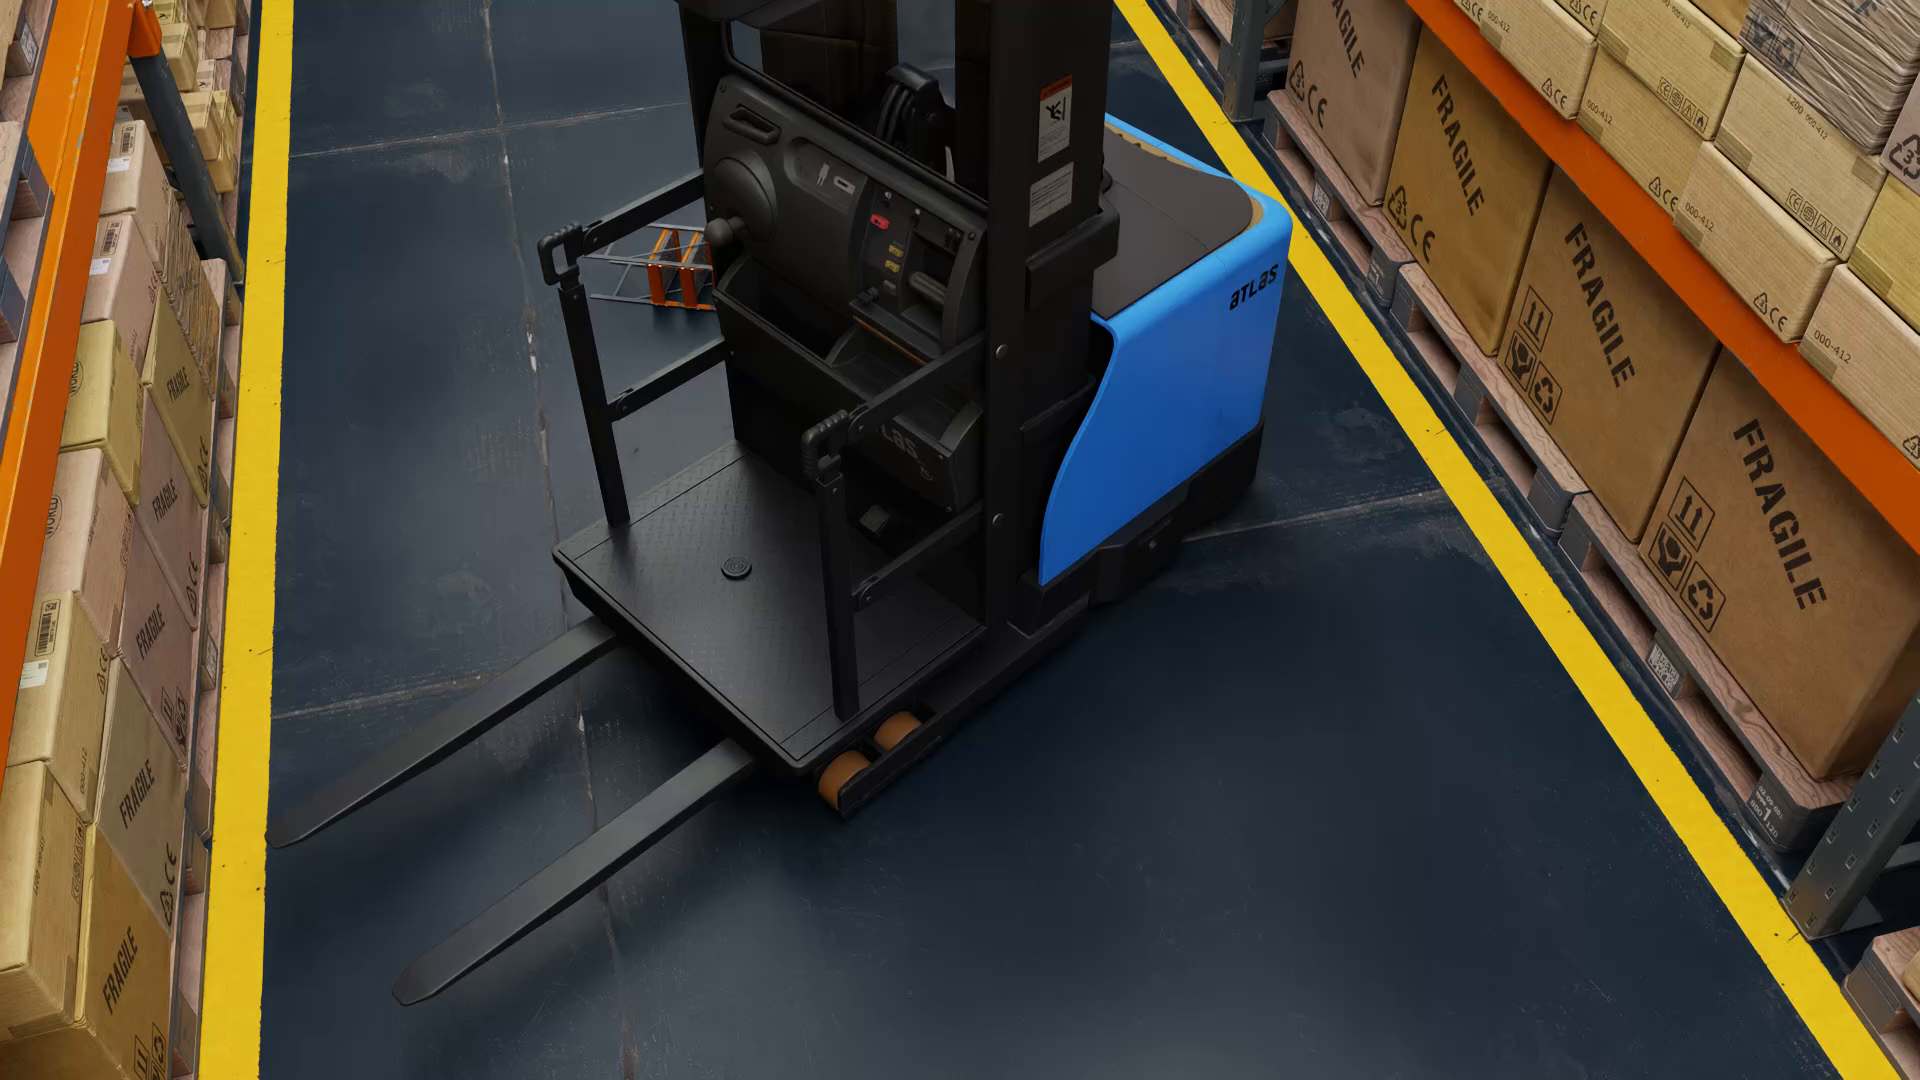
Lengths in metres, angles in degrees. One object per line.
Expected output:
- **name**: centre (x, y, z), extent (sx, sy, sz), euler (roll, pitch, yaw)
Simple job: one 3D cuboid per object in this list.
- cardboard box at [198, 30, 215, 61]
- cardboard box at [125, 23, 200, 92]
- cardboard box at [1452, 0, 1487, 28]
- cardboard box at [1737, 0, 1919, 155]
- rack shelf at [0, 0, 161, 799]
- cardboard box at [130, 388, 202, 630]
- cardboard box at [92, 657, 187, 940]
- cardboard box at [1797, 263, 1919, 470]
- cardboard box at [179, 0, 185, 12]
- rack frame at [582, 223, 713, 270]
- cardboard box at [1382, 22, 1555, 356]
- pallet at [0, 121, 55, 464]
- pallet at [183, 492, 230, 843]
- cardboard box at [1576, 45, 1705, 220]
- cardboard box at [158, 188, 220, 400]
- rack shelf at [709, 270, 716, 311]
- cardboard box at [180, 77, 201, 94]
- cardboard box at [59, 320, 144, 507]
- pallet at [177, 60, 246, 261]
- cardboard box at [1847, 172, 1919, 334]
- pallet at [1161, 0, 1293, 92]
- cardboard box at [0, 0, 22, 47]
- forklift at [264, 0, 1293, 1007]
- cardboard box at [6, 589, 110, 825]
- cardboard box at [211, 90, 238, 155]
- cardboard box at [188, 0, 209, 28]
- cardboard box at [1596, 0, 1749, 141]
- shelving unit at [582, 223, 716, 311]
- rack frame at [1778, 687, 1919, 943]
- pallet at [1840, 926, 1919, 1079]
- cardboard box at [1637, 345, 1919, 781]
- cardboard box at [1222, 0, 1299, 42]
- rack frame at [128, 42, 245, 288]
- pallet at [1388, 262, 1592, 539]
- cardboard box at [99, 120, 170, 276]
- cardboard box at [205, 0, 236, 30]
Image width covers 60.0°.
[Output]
- **cardboard box**: centre (-3.234, -1.914, 6.728), extent (0.380, 0.149, 0.250), euler (-12, 47, -11)
- **cardboard box**: centre (-3.057, -1.777, 6.177), extent (0.380, 0.149, 0.250), euler (-9, 46, -8)
- **cardboard box**: centre (1.710, -1.799, 5.018), extent (0.500, 0.250, 0.500), euler (-11, 47, -11)
- **cardboard box**: centre (2.103, -1.203, 3.558), extent (0.500, 0.500, 0.500), euler (-10, 46, -10)
- **rack shelf**: centre (-2.644, -0.310, 3.957), extent (1.077, 0.370, 4.000), euler (-11, 47, -10)
- **cardboard box**: centre (-2.465, -0.041, 4.646), extent (0.500, 0.500, 0.500), euler (-12, 47, -11)
- **cardboard box**: centre (-2.199, 0.665, 3.954), extent (0.500, 0.500, 0.500), euler (-10, 46, -10)
- **cardboard box**: centre (2.247, -0.405, 3.652), extent (0.500, 0.250, 0.500), euler (-12, 47, -12)
- **cardboard box**: centre (-3.258, -2.118, 6.511), extent (0.380, 0.149, 0.250), euler (-12, 47, -11)
- **rack frame**: centre (-0.751, -1.036, 6.000), extent (1.200, 0.006, 0.240), euler (7, 46, 7)
- **cardboard box**: centre (2.078, -1.285, 5.603), extent (0.875, 0.875, 0.875), euler (-9, 46, -9)
- **pallet**: centre (-2.678, -0.473, 3.748), extent (1.003, 0.211, 1.213), euler (-11, 47, -10)
- **pallet**: centre (-2.639, 0.414, 4.696), extent (1.003, 0.211, 1.213), euler (-11, 47, -10)
- **cardboard box**: centre (1.987, -1.106, 4.338), extent (0.500, 0.250, 0.500), euler (-11, 47, -11)
- **cardboard box**: centre (-2.723, -0.750, 5.341), extent (0.500, 0.500, 0.500), euler (-12, 47, -11)
- **rack shelf**: centre (-0.825, -0.980, 6.074), extent (0.103, 0.180, 0.258), euler (7, 46, 7)
- **cardboard box**: centre (-3.091, -1.663, 6.273), extent (0.380, 0.149, 0.250), euler (-10, 46, -10)
- **cardboard box**: centre (-2.453, -0.290, 4.365), extent (0.500, 0.250, 0.500), euler (-13, 47, -12)
- **pallet**: centre (-3.362, -1.424, 6.498), extent (1.003, 0.211, 1.213), euler (-11, 47, -10)
- **cardboard box**: centre (2.258, -0.566, 3.460), extent (0.500, 0.250, 0.500), euler (-11, 47, -10)
- **pallet**: centre (1.484, -2.481, 7.533), extent (1.003, 0.211, 1.213), euler (-11, 47, -10)
- **cardboard box**: centre (-2.734, -1.412, 4.416), extent (0.380, 0.149, 0.250), euler (-11, 47, -10)
- **forklift**: centre (-0.450, -0.710, 3.894), extent (3.031, 2.935, 1.130), euler (-35, 55, -29)
- **cardboard box**: centre (-2.204, 0.414, 3.675), extent (0.500, 0.250, 0.500), euler (-11, 47, -11)
- **cardboard box**: centre (-3.007, -1.586, 6.406), extent (0.380, 0.149, 0.250), euler (-9, 46, -9)
- **cardboard box**: centre (-3.302, -2.206, 6.805), extent (0.380, 0.149, 0.250), euler (-9, 46, -8)
- **cardboard box**: centre (1.972, -1.269, 4.149), extent (0.500, 0.250, 0.500), euler (-12, 47, -11)
- **shelving unit**: centre (-0.750, -0.971, 6.065), extent (1.200, 0.189, 0.258), euler (7, 46, 7)
- **rack frame**: centre (2.627, -0.156, 3.303), extent (1.000, 3.000, 0.127), euler (-11, 47, -10)
- **pallet**: centre (2.826, 1.360, 3.770), extent (1.003, 0.211, 1.213), euler (-11, 47, -10)
- **cardboard box**: centre (2.531, -0.051, 4.394), extent (0.875, 0.875, 0.875), euler (-11, 47, -11)
- **cardboard box**: centre (1.546, -2.621, 7.218), extent (0.875, 0.438, 0.875), euler (-11, 47, -11)
- **rack frame**: centre (-3.156, -1.943, 5.054), extent (1.000, 3.000, 0.127), euler (-11, 47, -10)
- **pallet**: centre (2.189, -0.579, 5.669), extent (1.003, 0.211, 1.213), euler (-11, 47, -10)
- **cardboard box**: centre (-2.721, -1.009, 5.070), extent (0.500, 0.250, 0.500), euler (-12, 47, -11)
- **cardboard box**: centre (-3.310, -2.290, 7.096), extent (0.380, 0.149, 0.250), euler (-12, 47, -11)
